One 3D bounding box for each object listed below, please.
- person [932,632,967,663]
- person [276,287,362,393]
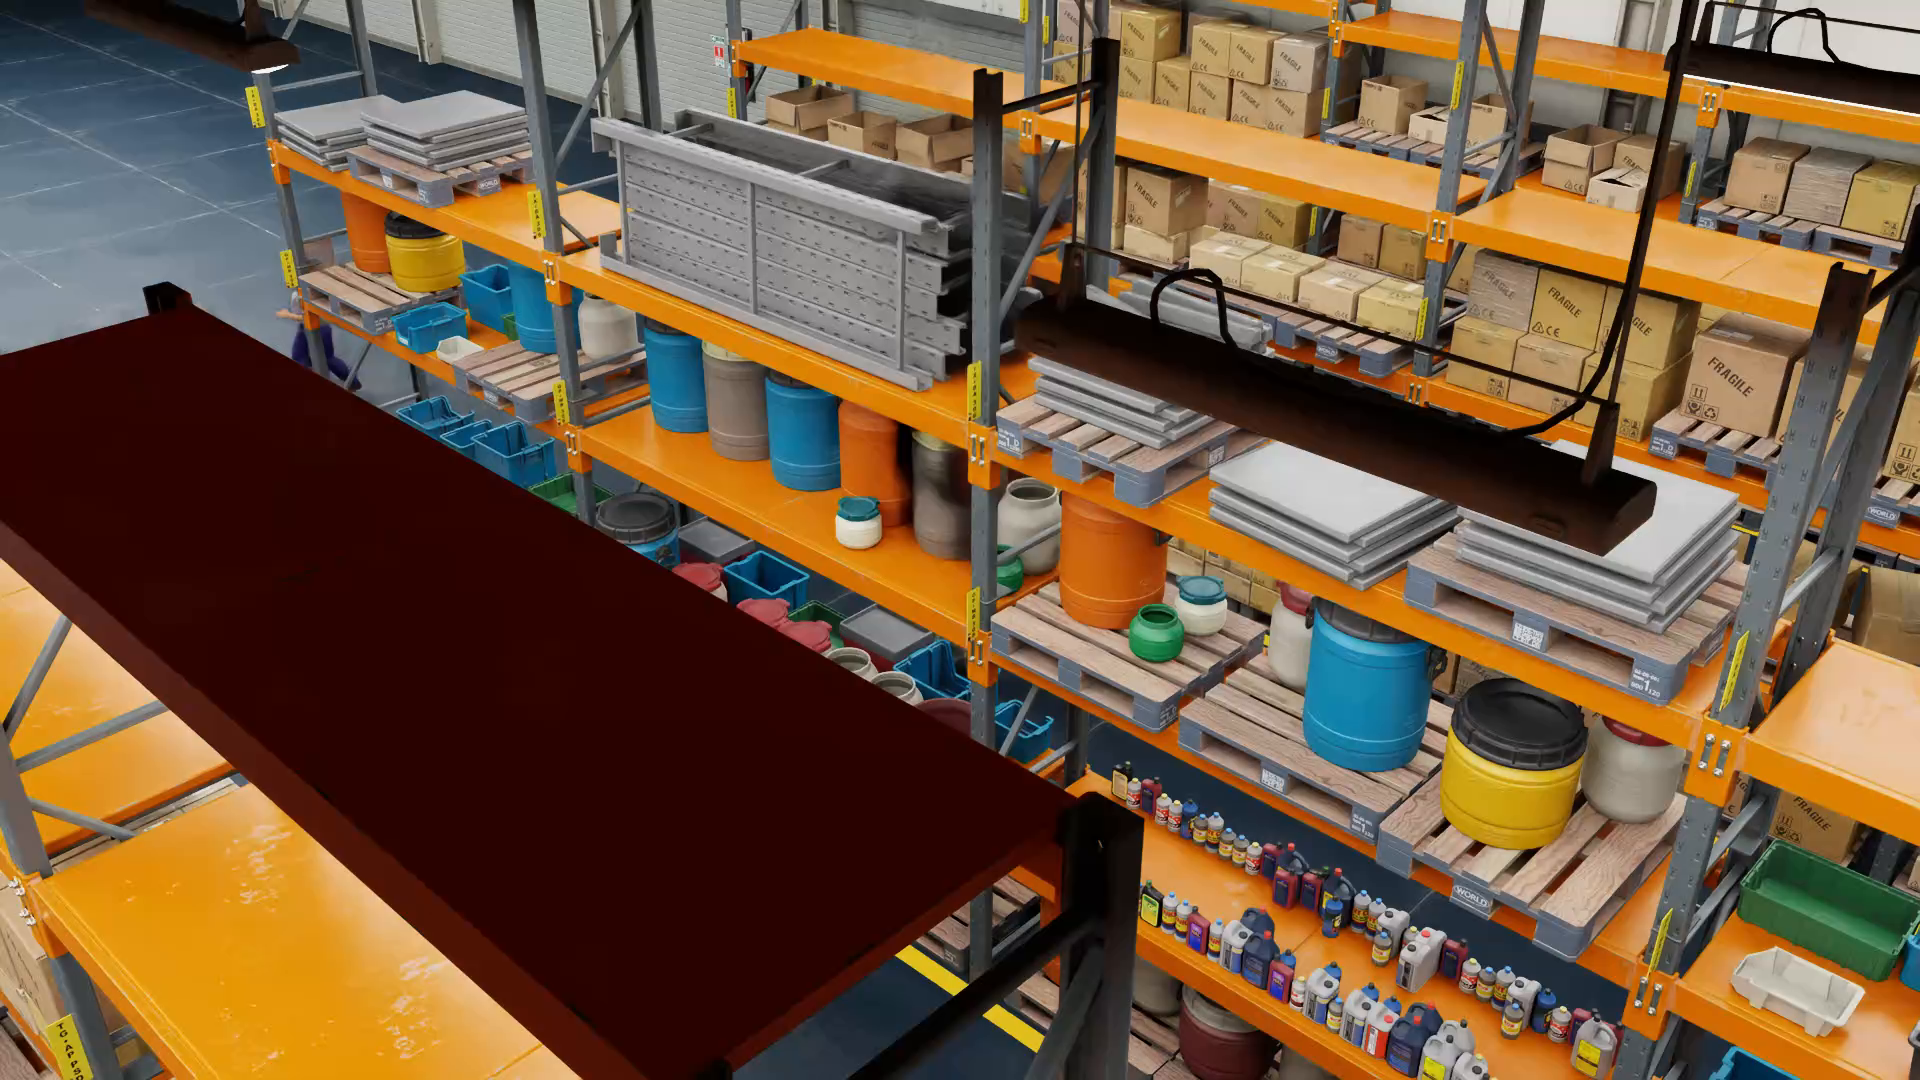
[{"bbox_3d":[-0.169,0.290,14.004,0.793,1.788,0.675,25,38,37],"label":"person"},{"bbox_3d":[-7.244,-2.314,18.719,0.752,1.697,0.584,-13,32,-21],"label":"person"}]
